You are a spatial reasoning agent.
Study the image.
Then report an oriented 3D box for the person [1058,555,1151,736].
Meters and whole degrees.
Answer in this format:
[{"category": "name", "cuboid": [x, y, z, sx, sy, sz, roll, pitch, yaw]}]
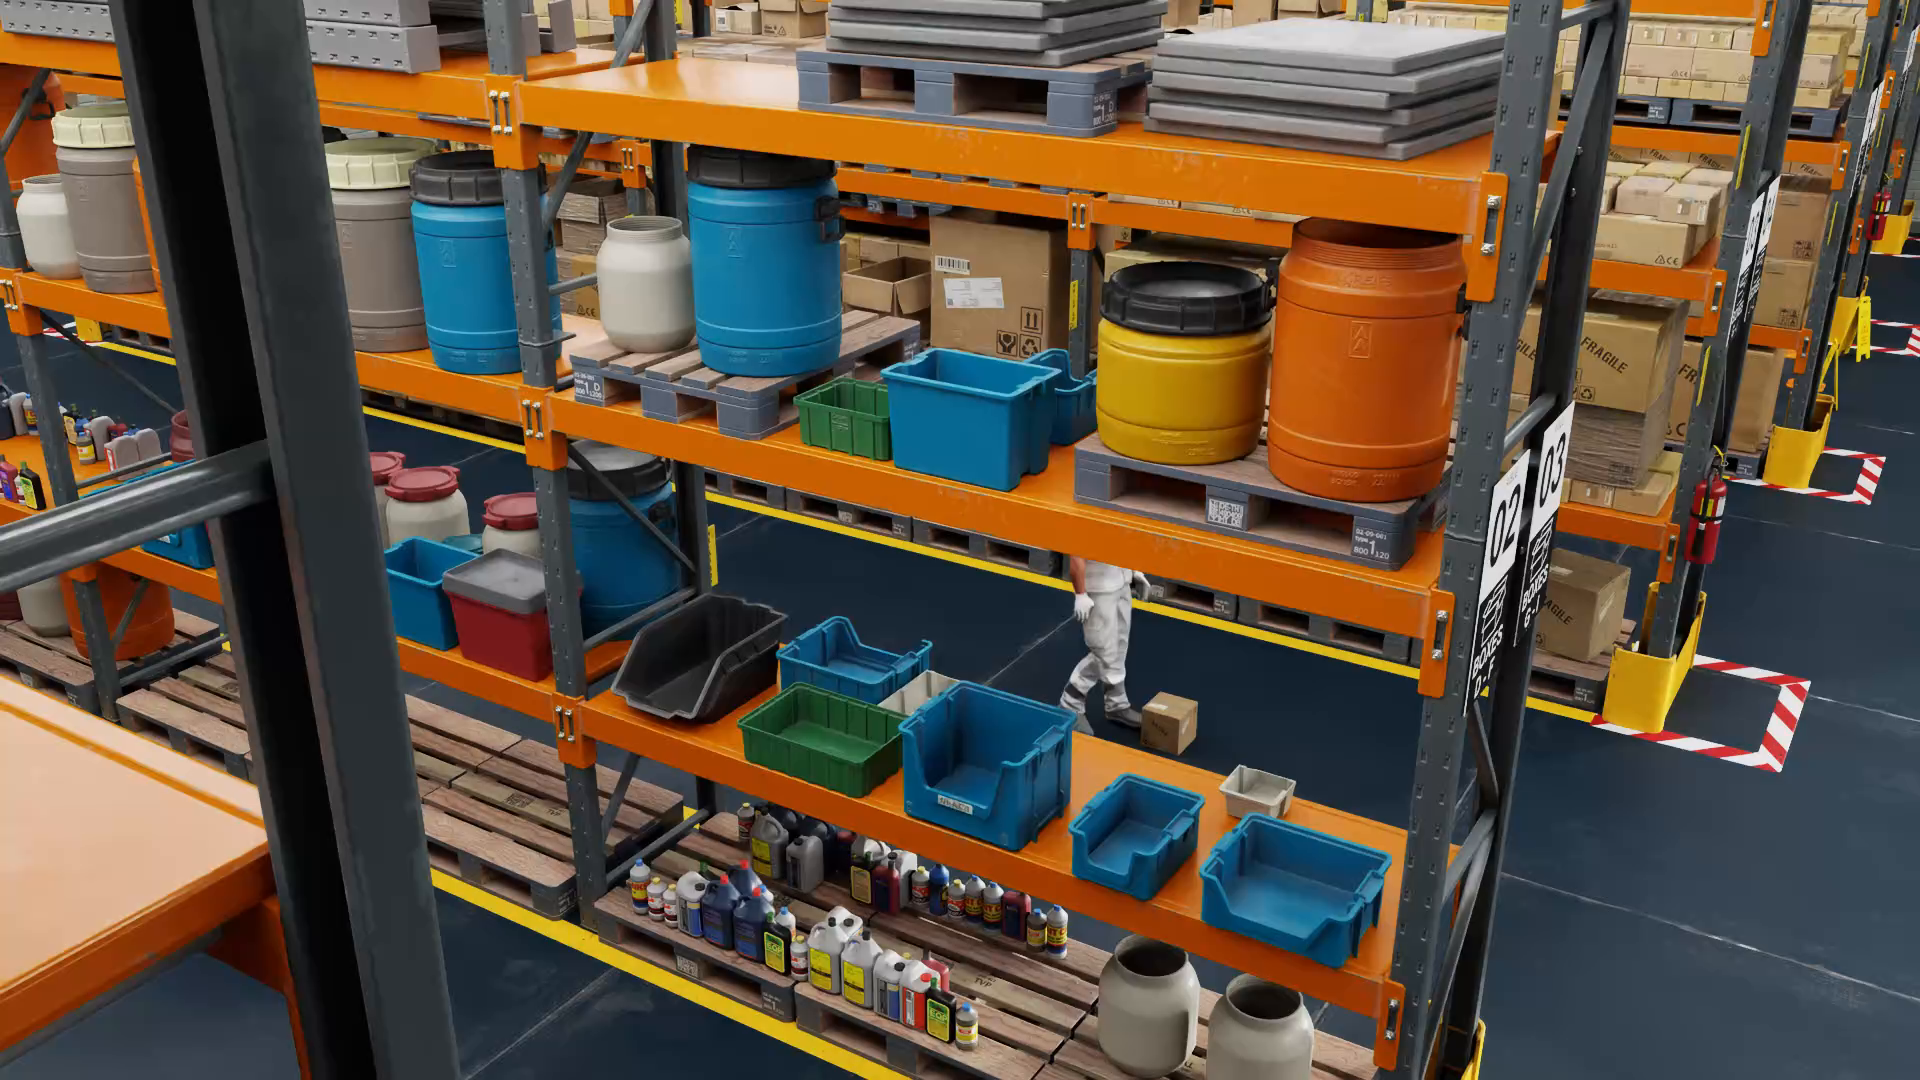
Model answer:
[{"category": "person", "cuboid": [0.901, 0.305, 9.841, 0.527, 1.822, 0.547, 14, 27, 30]}]
